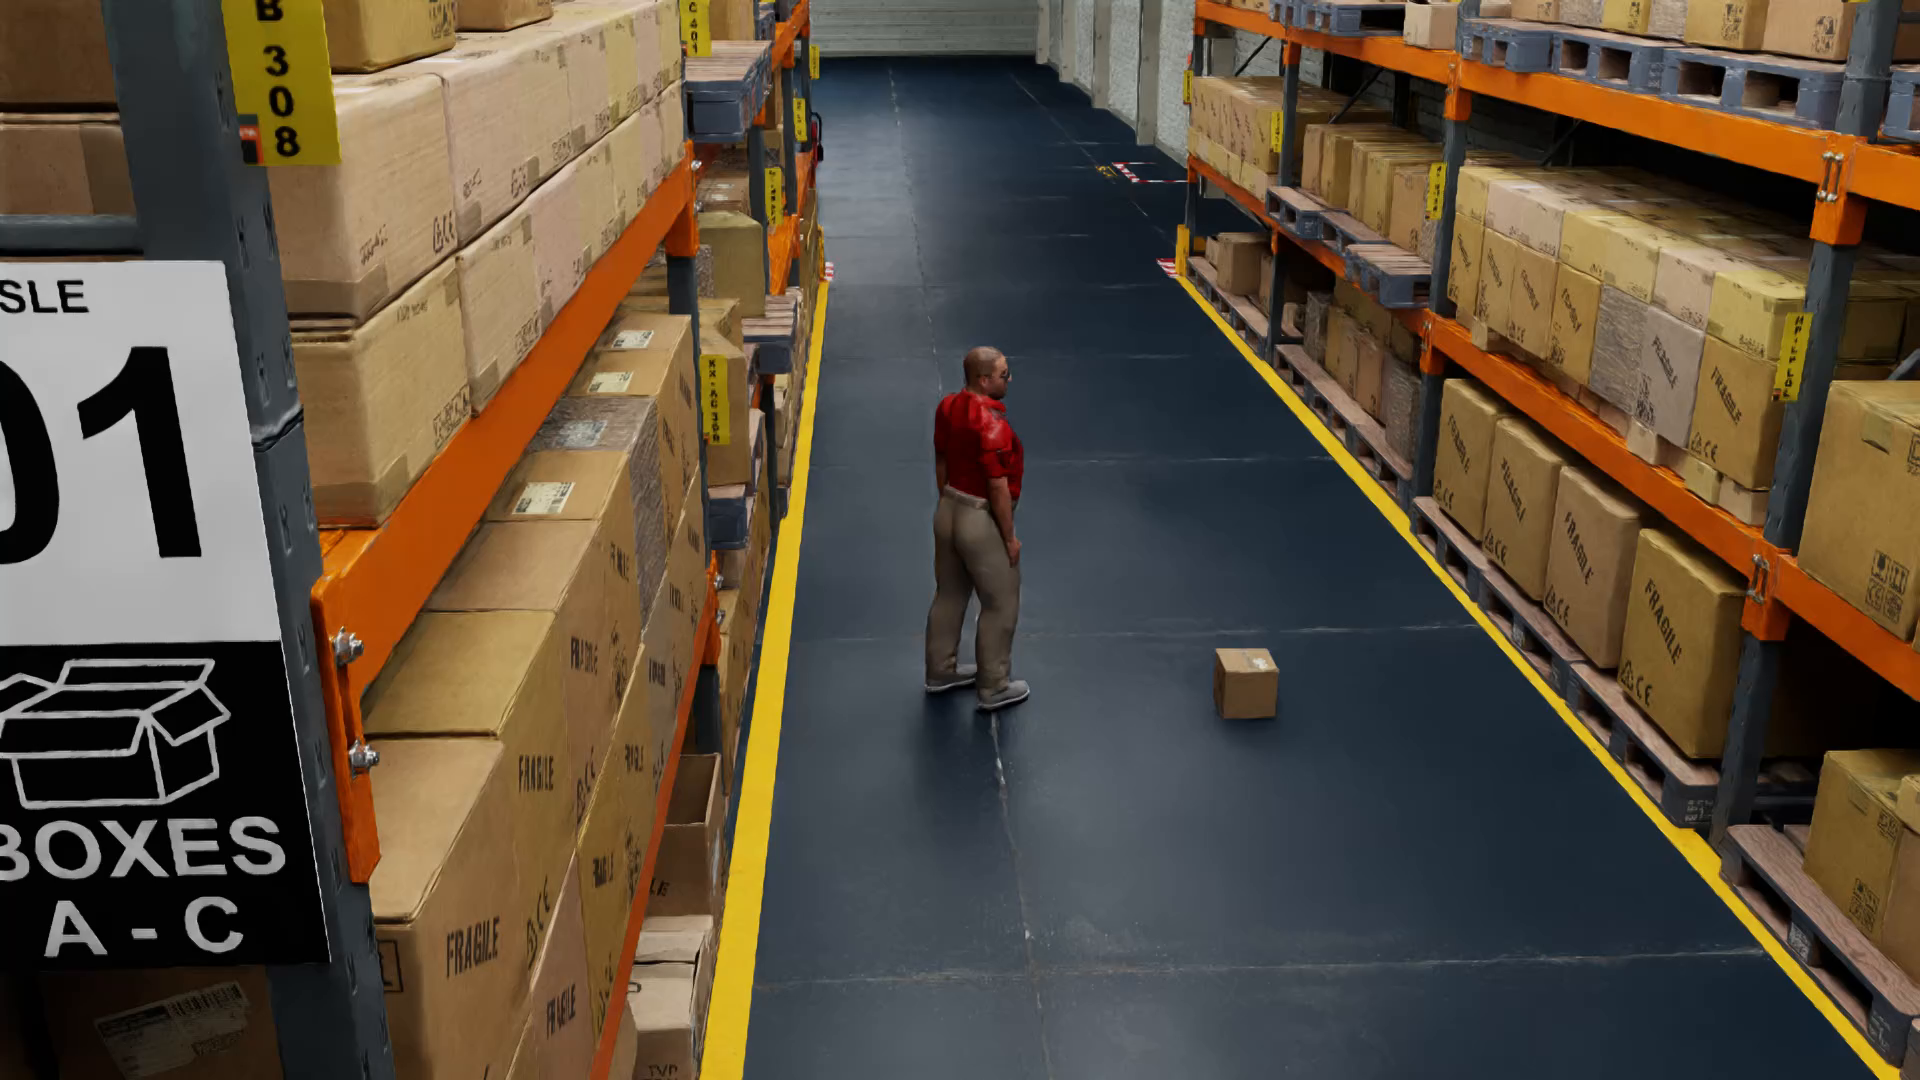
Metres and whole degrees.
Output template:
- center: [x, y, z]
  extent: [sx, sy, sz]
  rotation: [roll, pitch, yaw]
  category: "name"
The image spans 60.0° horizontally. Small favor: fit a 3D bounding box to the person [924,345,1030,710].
- center: [0.104, -0.065, 7.743]
  extent: [0.420, 1.729, 0.541]
  rotation: [-14, 24, -33]
  category: "person"
